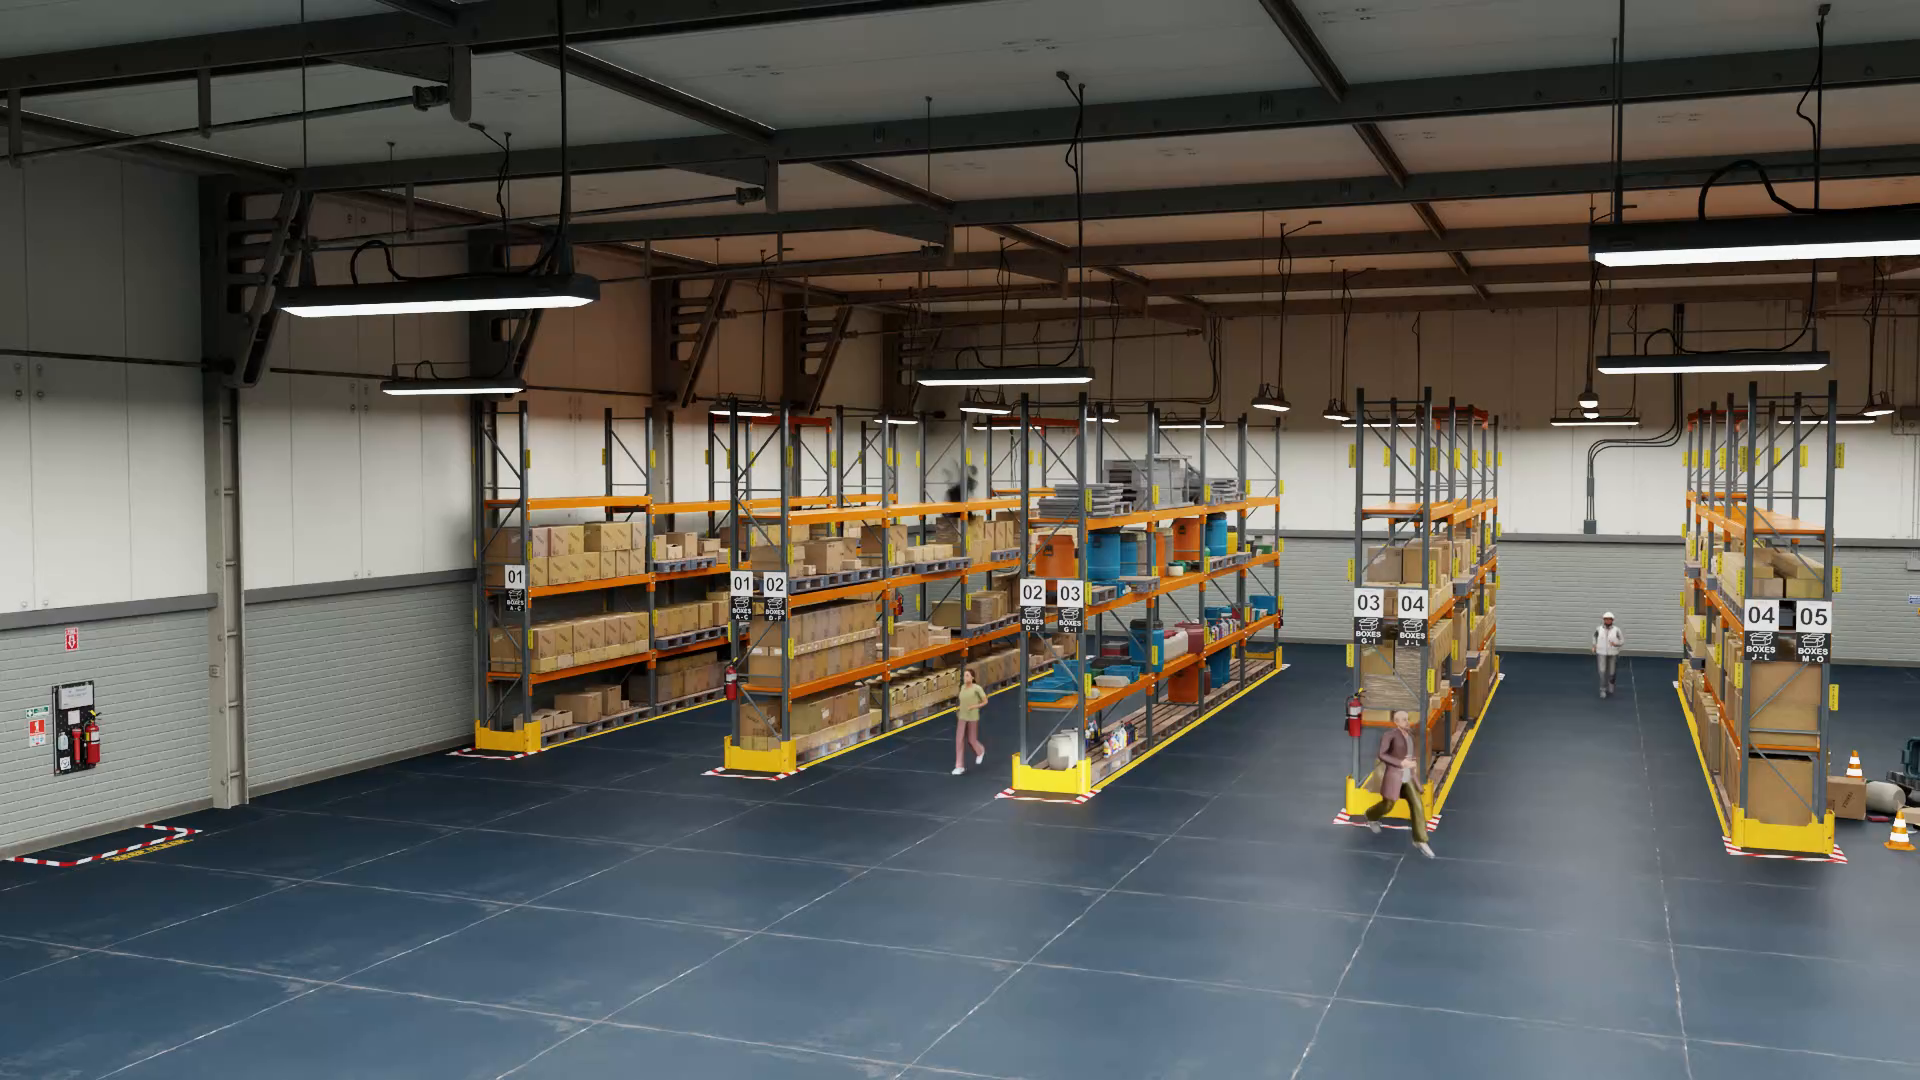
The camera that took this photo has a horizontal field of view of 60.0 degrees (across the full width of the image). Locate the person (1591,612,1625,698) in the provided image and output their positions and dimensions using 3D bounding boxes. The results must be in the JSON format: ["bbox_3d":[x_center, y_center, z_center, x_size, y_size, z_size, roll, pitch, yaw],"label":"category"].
[{"bbox_3d":[13.604,2.392,34.934,0.669,1.756,0.964,1,3,24],"label":"person"}]

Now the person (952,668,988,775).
[{"bbox_3d":[0.171,2.884,26.590,0.590,1.669,0.862,2,3,30],"label":"person"}]

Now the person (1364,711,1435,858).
[{"bbox_3d":[5.599,3.082,21.344,0.664,1.801,1.207,-1,3,-22],"label":"person"}]
